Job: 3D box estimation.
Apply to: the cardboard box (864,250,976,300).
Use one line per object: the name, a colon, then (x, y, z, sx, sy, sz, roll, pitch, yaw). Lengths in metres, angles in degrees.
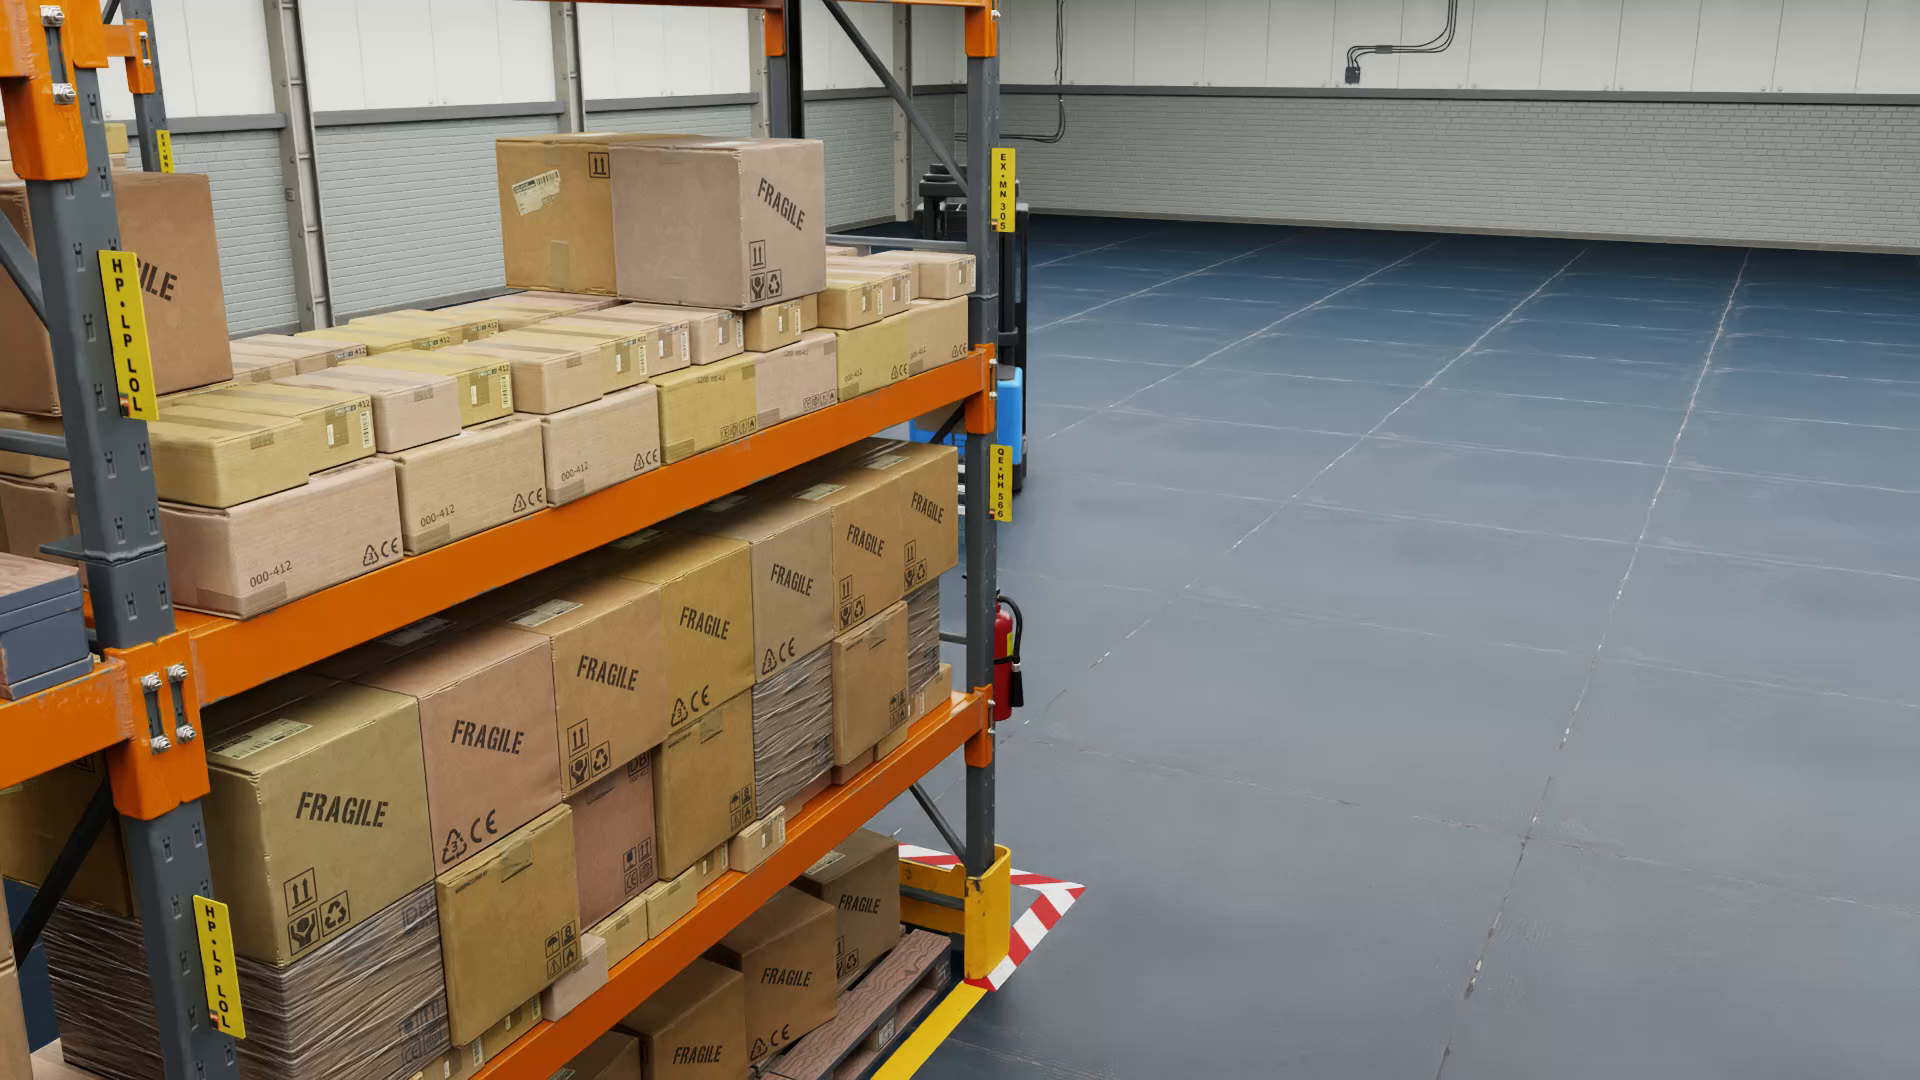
cardboard box: (-0.160, -1.054, 6.599, 0.380, 0.149, 0.250, 8, 18, 25)

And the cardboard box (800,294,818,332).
cardboard box: (-0.719, -0.805, 5.760, 0.380, 0.149, 0.250, 8, 18, 26)

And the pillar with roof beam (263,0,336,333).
pillar with roof beam: (-5.528, -6.820, 21.183, 9.100, 9.000, 0.400, 8, 18, 25)

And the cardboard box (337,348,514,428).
cardboard box: (-1.413, -0.400, 4.397, 0.380, 0.149, 0.250, 9, 19, 27)

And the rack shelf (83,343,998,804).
rack shelf: (-1.209, -0.191, 5.393, 1.077, 0.370, 4.000, 8, 18, 25)

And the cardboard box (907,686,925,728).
cardboard box: (-0.371, 0.676, 6.922, 0.380, 0.149, 0.250, 8, 18, 25)

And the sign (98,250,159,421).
sign: (-1.605, -0.393, 3.211, 0.100, 0.325, 0.005, 8, 18, 25)

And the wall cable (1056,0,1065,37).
wall cable: (3.584, -13.124, 38.988, 3.097, 2.526, 0.112, 8, 18, 25)

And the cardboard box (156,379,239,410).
cardboard box: (-2.015, -0.321, 4.133, 0.380, 0.149, 0.250, 8, 18, 26)

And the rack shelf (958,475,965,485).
rack shelf: (-0.004, -0.484, 13.873, 0.258, 0.077, 0.200, 8, 18, 25)

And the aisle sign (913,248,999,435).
aisle sign: (-0.020, -0.831, 6.988, 0.394, 0.787, 0.004, 8, 18, 25)

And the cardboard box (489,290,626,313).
cardboard box: (-1.327, -0.727, 5.499, 0.380, 0.149, 0.250, 8, 18, 25)

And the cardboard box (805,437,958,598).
cardboard box: (-0.340, -0.105, 6.657, 0.500, 0.500, 0.500, 8, 18, 25)

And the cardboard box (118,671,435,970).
cardboard box: (-1.674, 0.660, 4.081, 0.500, 0.500, 0.500, 8, 18, 25)

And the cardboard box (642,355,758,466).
cardboard box: (-0.981, -0.432, 5.206, 0.500, 0.250, 0.500, 8, 18, 24)

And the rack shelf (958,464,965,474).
rack shelf: (-0.004, -0.570, 13.848, 0.258, 0.077, 0.200, 8, 18, 25)

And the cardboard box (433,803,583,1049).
cardboard box: (-1.592, 0.992, 4.719, 0.875, 0.500, 0.500, 8, 18, 25)

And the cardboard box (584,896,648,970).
cardboard box: (-1.201, 1.194, 5.177, 0.380, 0.149, 0.250, 8, 18, 25)

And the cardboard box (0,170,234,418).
cardboard box: (-2.130, -0.603, 3.943, 0.500, 0.500, 0.500, 8, 18, 24)

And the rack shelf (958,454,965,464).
rack shelf: (-0.004, -0.656, 13.822, 0.258, 0.077, 0.200, 8, 18, 25)

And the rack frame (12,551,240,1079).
rack frame: (-2.103, 1.412, 4.003, 1.000, 3.000, 0.127, 8, 18, 25)

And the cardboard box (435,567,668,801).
cardboard box: (-1.228, 0.405, 4.939, 0.500, 0.500, 0.500, 8, 18, 25)

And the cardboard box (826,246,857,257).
cardboard box: (-0.646, -1.123, 6.833, 0.380, 0.149, 0.250, 8, 18, 25)

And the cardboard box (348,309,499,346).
cardboard box: (-1.632, -0.601, 5.075, 0.380, 0.149, 0.250, 9, 19, 28)

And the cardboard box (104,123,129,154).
cardboard box: (-4.555, -2.084, 8.631, 0.380, 0.149, 0.250, 8, 18, 26)

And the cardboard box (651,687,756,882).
cardboard box: (-1.198, 0.729, 5.602, 0.875, 0.500, 0.500, 8, 18, 25)

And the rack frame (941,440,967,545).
rack frame: (-0.049, -0.403, 13.802, 0.240, 0.900, 0.006, 8, 18, 25)

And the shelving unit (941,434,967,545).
shelving unit: (-0.004, -0.429, 13.889, 0.258, 0.900, 0.210, 8, 18, 25)

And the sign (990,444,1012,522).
sign: (0.172, -0.238, 6.968, 0.100, 0.325, 0.005, 8, 18, 25)

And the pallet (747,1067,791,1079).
pallet: (-1.291, 2.261, 6.041, 1.003, 0.211, 1.213, 8, 18, 25)

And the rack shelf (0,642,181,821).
rack shelf: (-2.997, 0.828, 1.963, 1.077, 0.370, 4.000, 8, 18, 25)

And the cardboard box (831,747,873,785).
cardboard box: (-0.562, 0.808, 6.478, 0.380, 0.149, 0.250, 8, 18, 25)

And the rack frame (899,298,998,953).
rack frame: (-0.316, 0.393, 7.433, 1.000, 3.000, 0.127, 8, 18, 25)

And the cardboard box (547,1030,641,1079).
cardboard box: (-1.432, 1.997, 5.685, 0.500, 0.500, 0.500, 6, 18, 20)

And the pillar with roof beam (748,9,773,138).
pillar with roof beam: (-0.165, -9.877, 31.474, 9.100, 9.000, 0.400, 8, 18, 25)

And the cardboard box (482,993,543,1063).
cardboard box: (-1.424, 1.322, 4.748, 0.380, 0.149, 0.250, 8, 18, 25)

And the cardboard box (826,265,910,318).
cardboard box: (-0.406, -0.919, 6.144, 0.380, 0.149, 0.250, 7, 18, 23)

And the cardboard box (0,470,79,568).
cardboard box: (-2.133, -0.104, 4.100, 0.500, 0.250, 0.500, 9, 19, 27)

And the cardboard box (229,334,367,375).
cardboard box: (-1.880, -0.470, 4.633, 0.380, 0.149, 0.250, 7, 18, 24)

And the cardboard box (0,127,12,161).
cardboard box: (-4.782, -1.955, 8.198, 0.380, 0.149, 0.250, 8, 19, 26)

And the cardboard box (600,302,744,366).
cardboard box: (-0.912, -0.659, 5.271, 0.380, 0.149, 0.250, 7, 18, 23)

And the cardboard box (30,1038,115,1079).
cardboard box: (-2.270, 1.440, 4.349, 0.380, 0.149, 0.250, 8, 18, 25)

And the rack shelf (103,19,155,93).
rack shelf: (-5.601, -2.094, 7.234, 1.077, 0.370, 4.000, 8, 18, 25)

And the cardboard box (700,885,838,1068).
cardboard box: (-0.846, 1.703, 6.674, 0.500, 0.500, 0.500, 14, 22, 40)

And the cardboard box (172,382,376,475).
cardboard box: (-1.624, -0.265, 3.944, 0.380, 0.149, 0.250, 7, 18, 23)

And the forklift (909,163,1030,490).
forklift: (0.122, -2.232, 16.390, 1.130, 2.935, 3.031, 1, 17, 3)

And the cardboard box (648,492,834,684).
cardboard box: (-0.784, 0.150, 5.798, 0.500, 0.500, 0.500, 8, 18, 25)

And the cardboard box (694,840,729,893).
cardboard box: (-1.008, 1.063, 5.620, 0.380, 0.149, 0.250, 8, 18, 25)

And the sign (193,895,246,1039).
sign: (-1.605, 0.926, 3.603, 0.100, 0.325, 0.005, 8, 18, 25)

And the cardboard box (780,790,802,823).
cardboard box: (-0.802, 0.933, 6.057, 0.380, 0.149, 0.250, 8, 18, 25)

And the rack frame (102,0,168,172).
rack frame: (-4.708, -3.140, 8.790, 1.000, 3.000, 0.127, 8, 18, 25)

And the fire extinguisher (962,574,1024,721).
fire extinguisher: (0.148, 0.460, 7.345, 0.296, 0.674, 0.183, 8, 18, 25)

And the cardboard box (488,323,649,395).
cardboard box: (-1.133, -0.526, 4.821, 0.380, 0.149, 0.250, 8, 18, 24)

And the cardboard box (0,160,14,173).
cardboard box: (-4.901, -1.734, 8.154, 0.500, 0.250, 0.500, 8, 18, 25)

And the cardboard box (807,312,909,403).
cardboard box: (-0.524, -0.690, 6.076, 0.500, 0.250, 0.500, 8, 18, 26)

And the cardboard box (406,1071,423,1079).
cardboard box: (-1.614, 1.454, 4.303, 0.380, 0.149, 0.250, 8, 18, 25)

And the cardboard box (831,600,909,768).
cardboard box: (-0.702, 0.482, 6.436, 0.875, 0.500, 0.500, 8, 18, 25)

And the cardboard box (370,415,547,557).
cardboard box: (-1.441, -0.172, 4.329, 0.500, 0.250, 0.500, 8, 18, 25)
